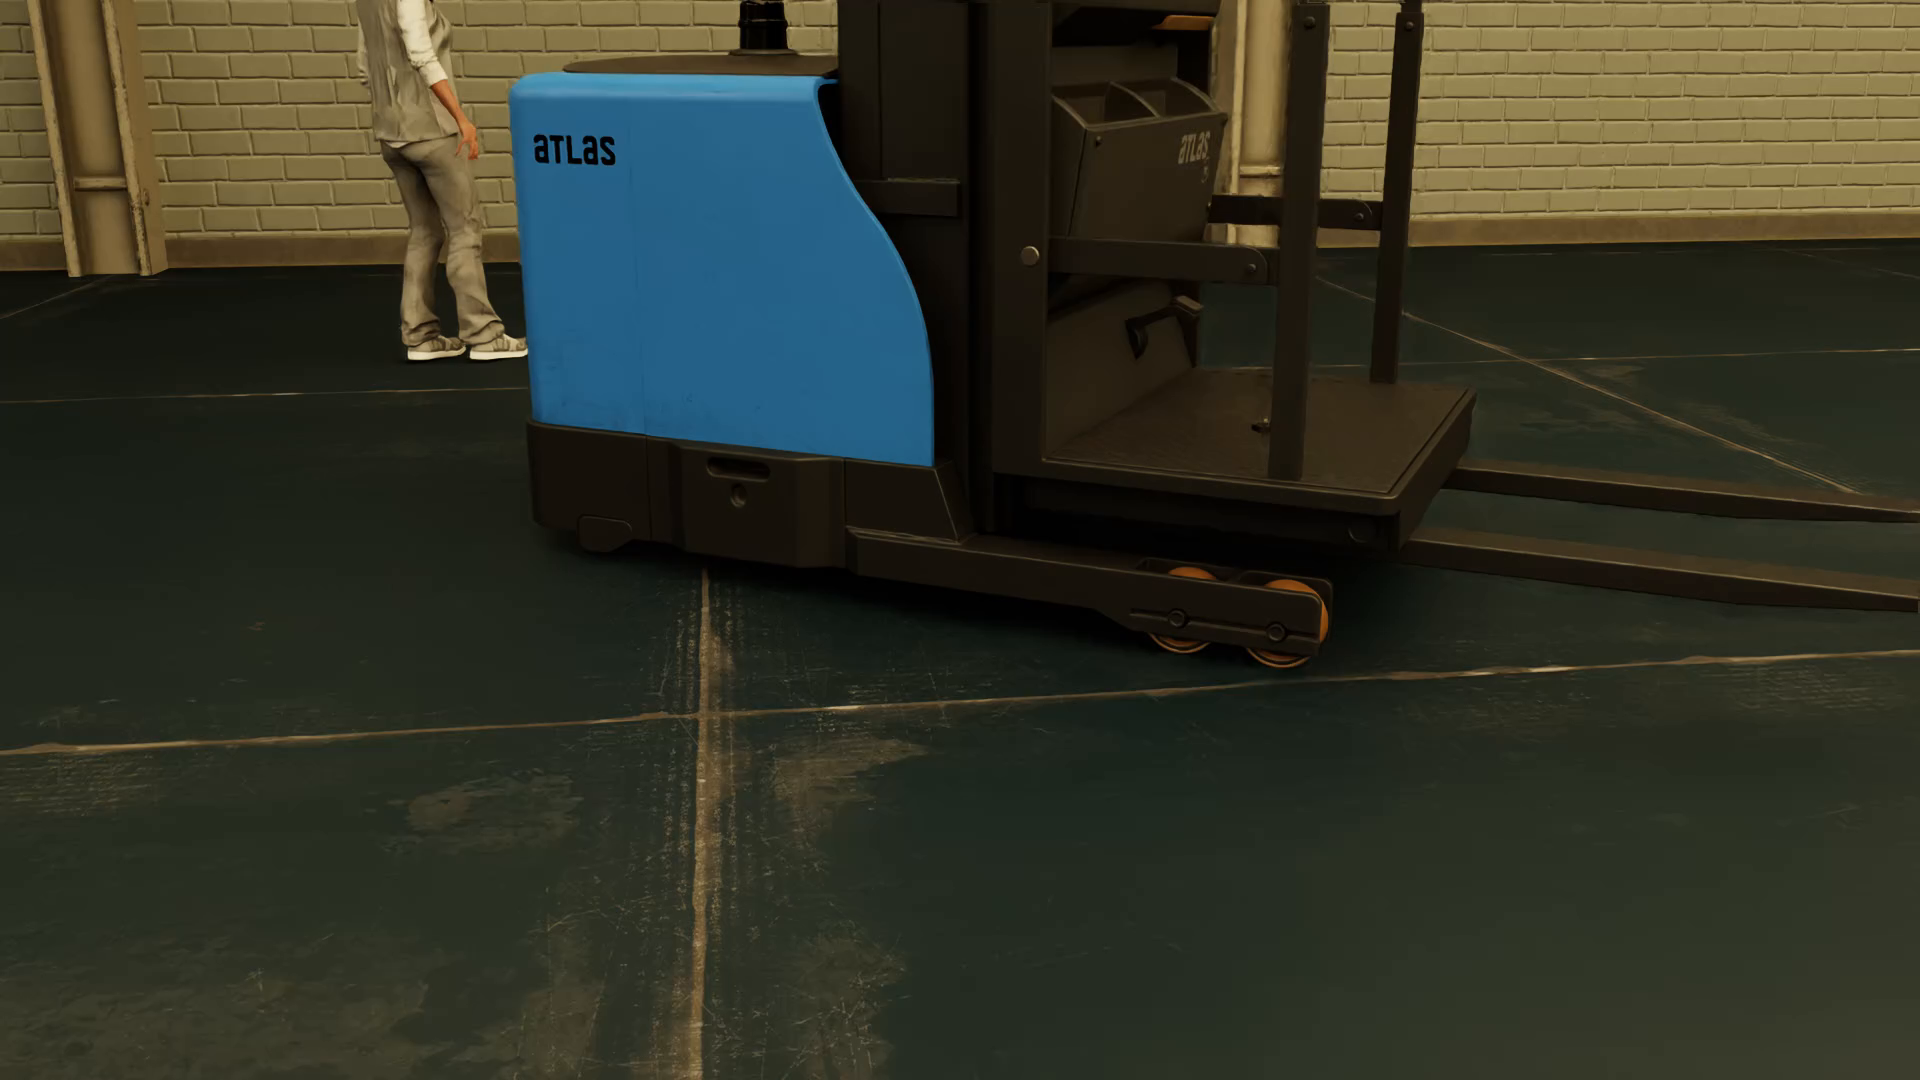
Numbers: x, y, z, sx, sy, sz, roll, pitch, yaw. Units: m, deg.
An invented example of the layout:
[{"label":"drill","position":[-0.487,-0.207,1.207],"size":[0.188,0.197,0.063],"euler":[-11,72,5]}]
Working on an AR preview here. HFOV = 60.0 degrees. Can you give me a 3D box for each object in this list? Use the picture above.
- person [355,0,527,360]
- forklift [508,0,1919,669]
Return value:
[{"label":"person","position":[-1.880,-1.450,6.017],"size":[0.580,1.598,0.450],"euler":[14,22,39]},{"label":"forklift","position":[0.564,-1.334,3.312],"size":[3.031,2.935,1.130],"euler":[7,18,23]}]
